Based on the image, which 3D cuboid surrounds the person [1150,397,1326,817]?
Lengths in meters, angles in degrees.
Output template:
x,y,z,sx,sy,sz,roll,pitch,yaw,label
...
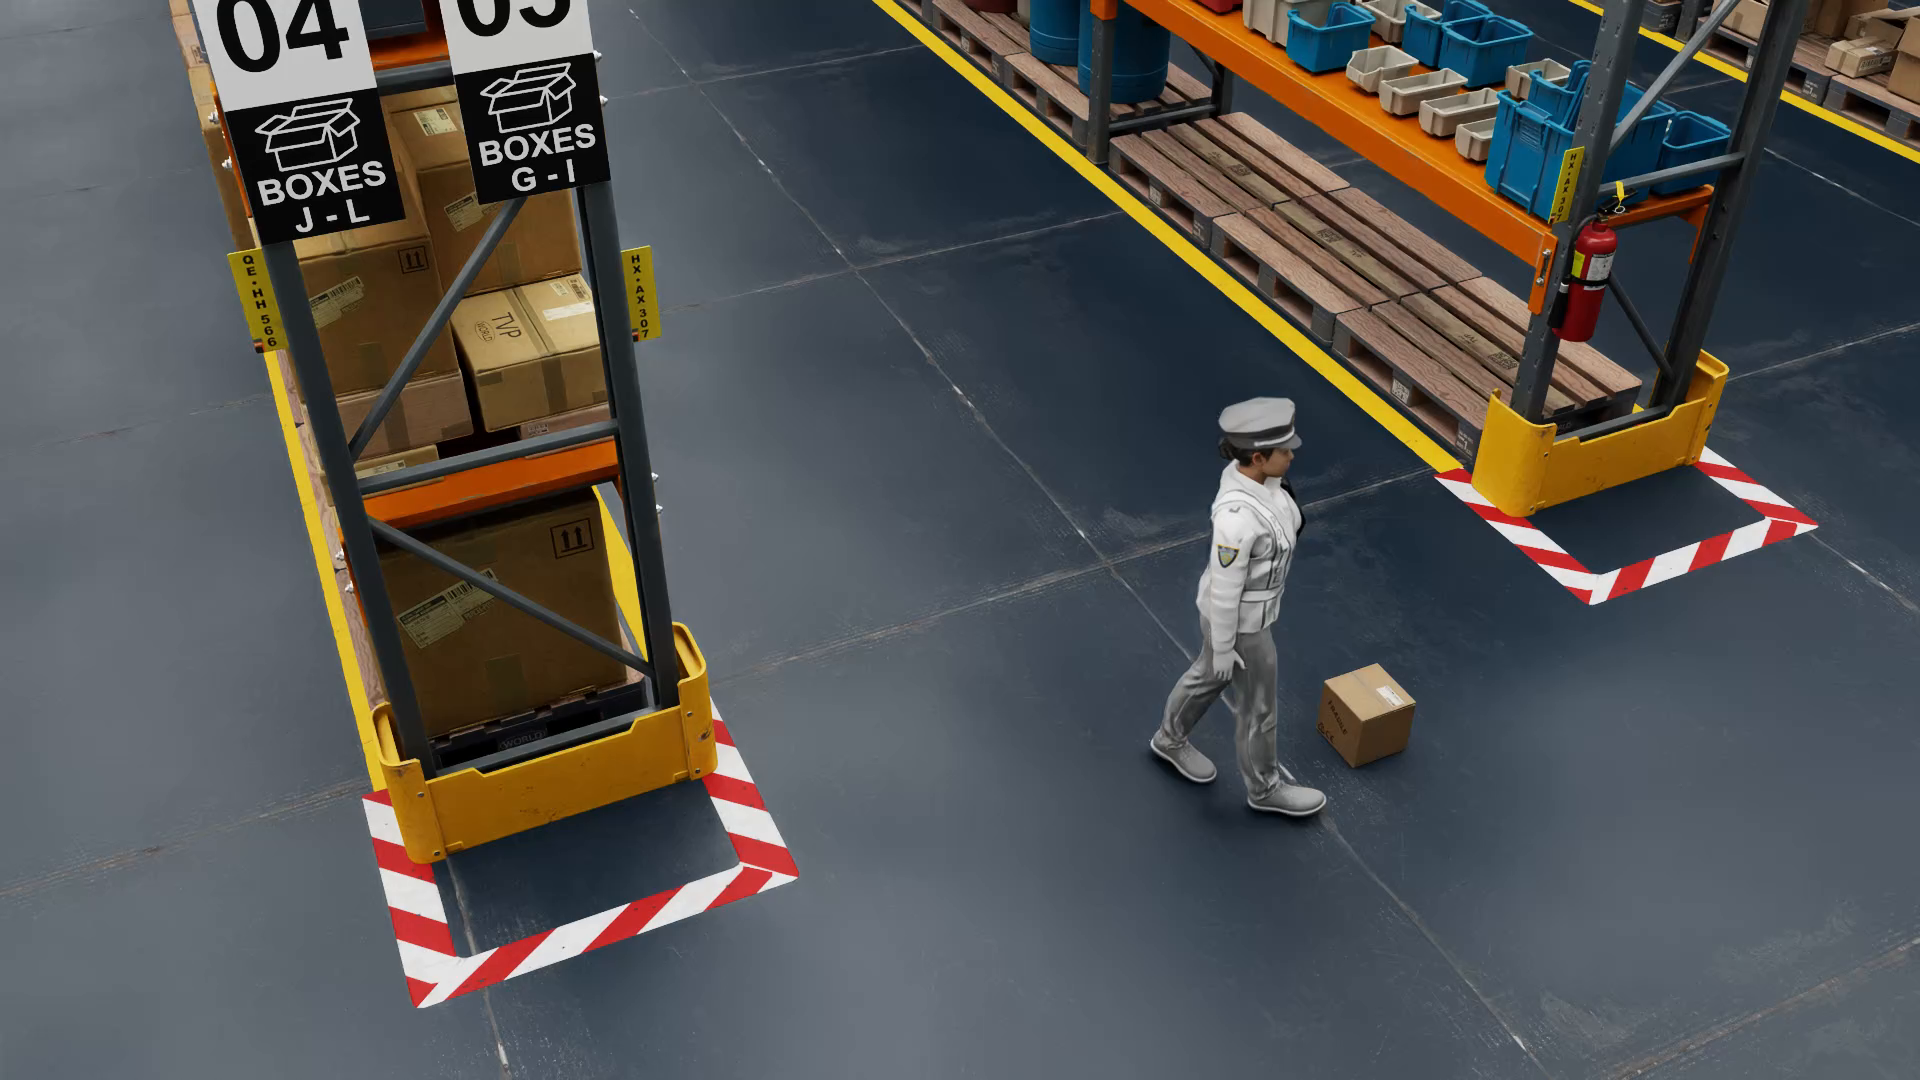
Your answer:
x,y,z,sx,sy,sz,roll,pitch,yaw,label
1.045,0.251,5.803,0.681,1.662,0.504,10,39,12,person
